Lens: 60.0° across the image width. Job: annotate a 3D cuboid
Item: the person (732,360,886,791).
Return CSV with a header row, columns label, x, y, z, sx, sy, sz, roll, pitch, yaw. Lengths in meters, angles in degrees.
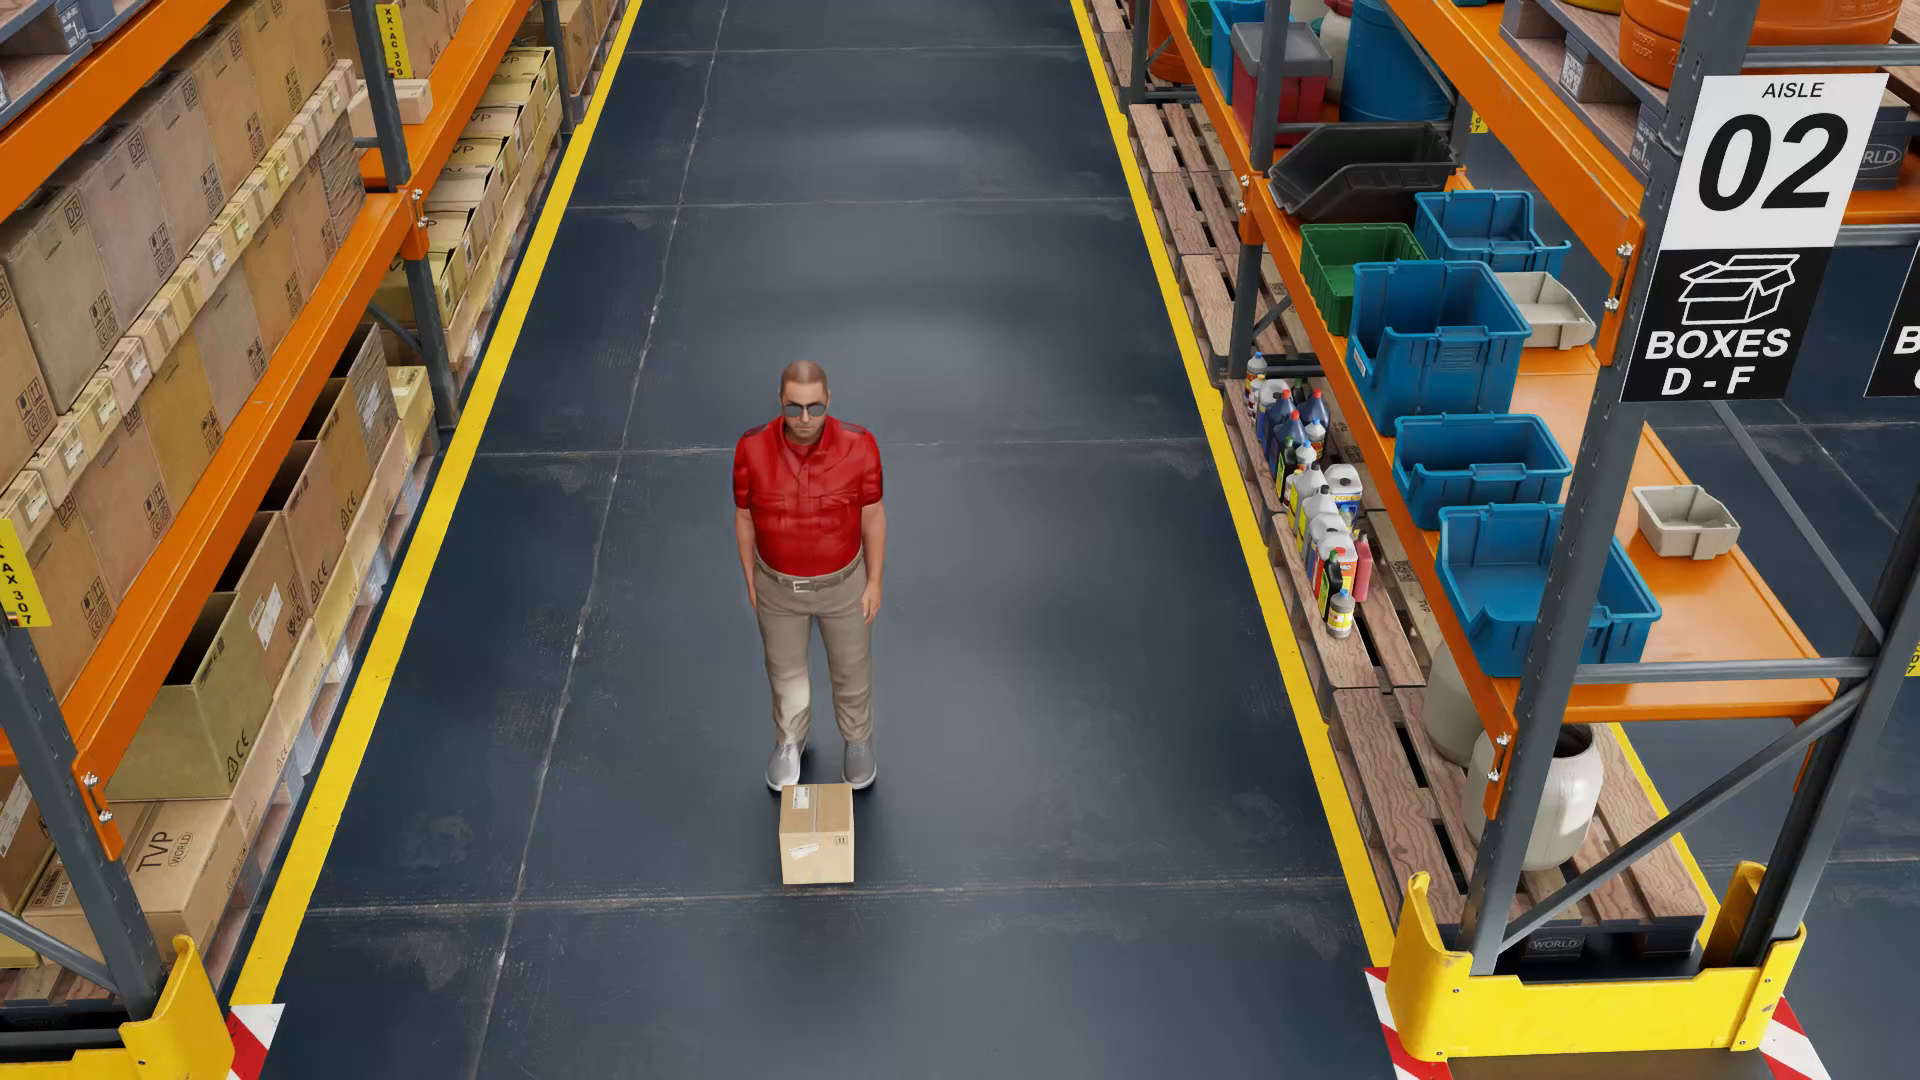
label,x,y,z,sx,sy,sz,roll,pitch,yaw
person,-0.523,0.158,5.924,0.527,1.725,0.359,-1,35,-2
